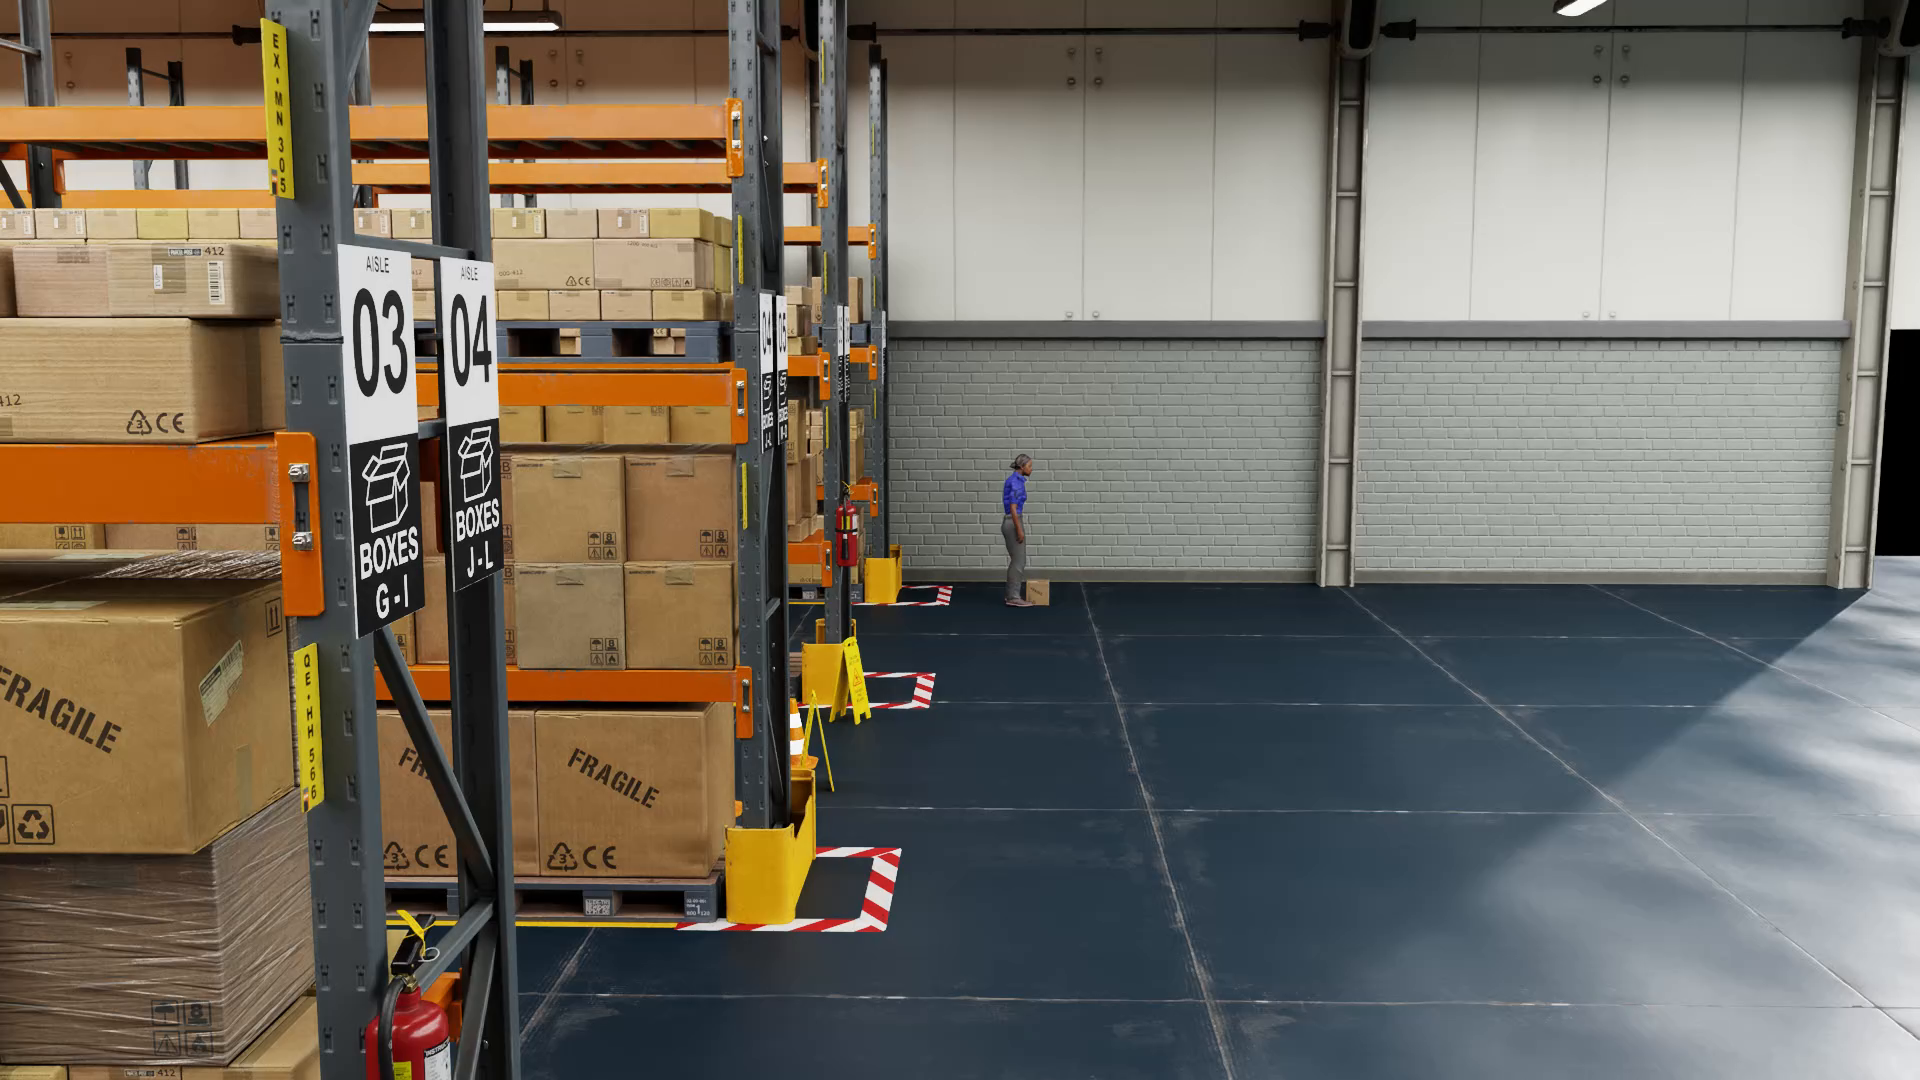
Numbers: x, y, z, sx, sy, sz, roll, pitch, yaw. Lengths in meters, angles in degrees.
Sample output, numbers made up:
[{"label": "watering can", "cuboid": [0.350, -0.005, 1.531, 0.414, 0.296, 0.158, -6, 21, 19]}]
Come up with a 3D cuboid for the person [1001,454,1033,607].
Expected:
[{"label": "person", "cuboid": [0.624, -0.119, 18.219, 0.346, 1.655, 0.506, 0, 7, 2]}]
